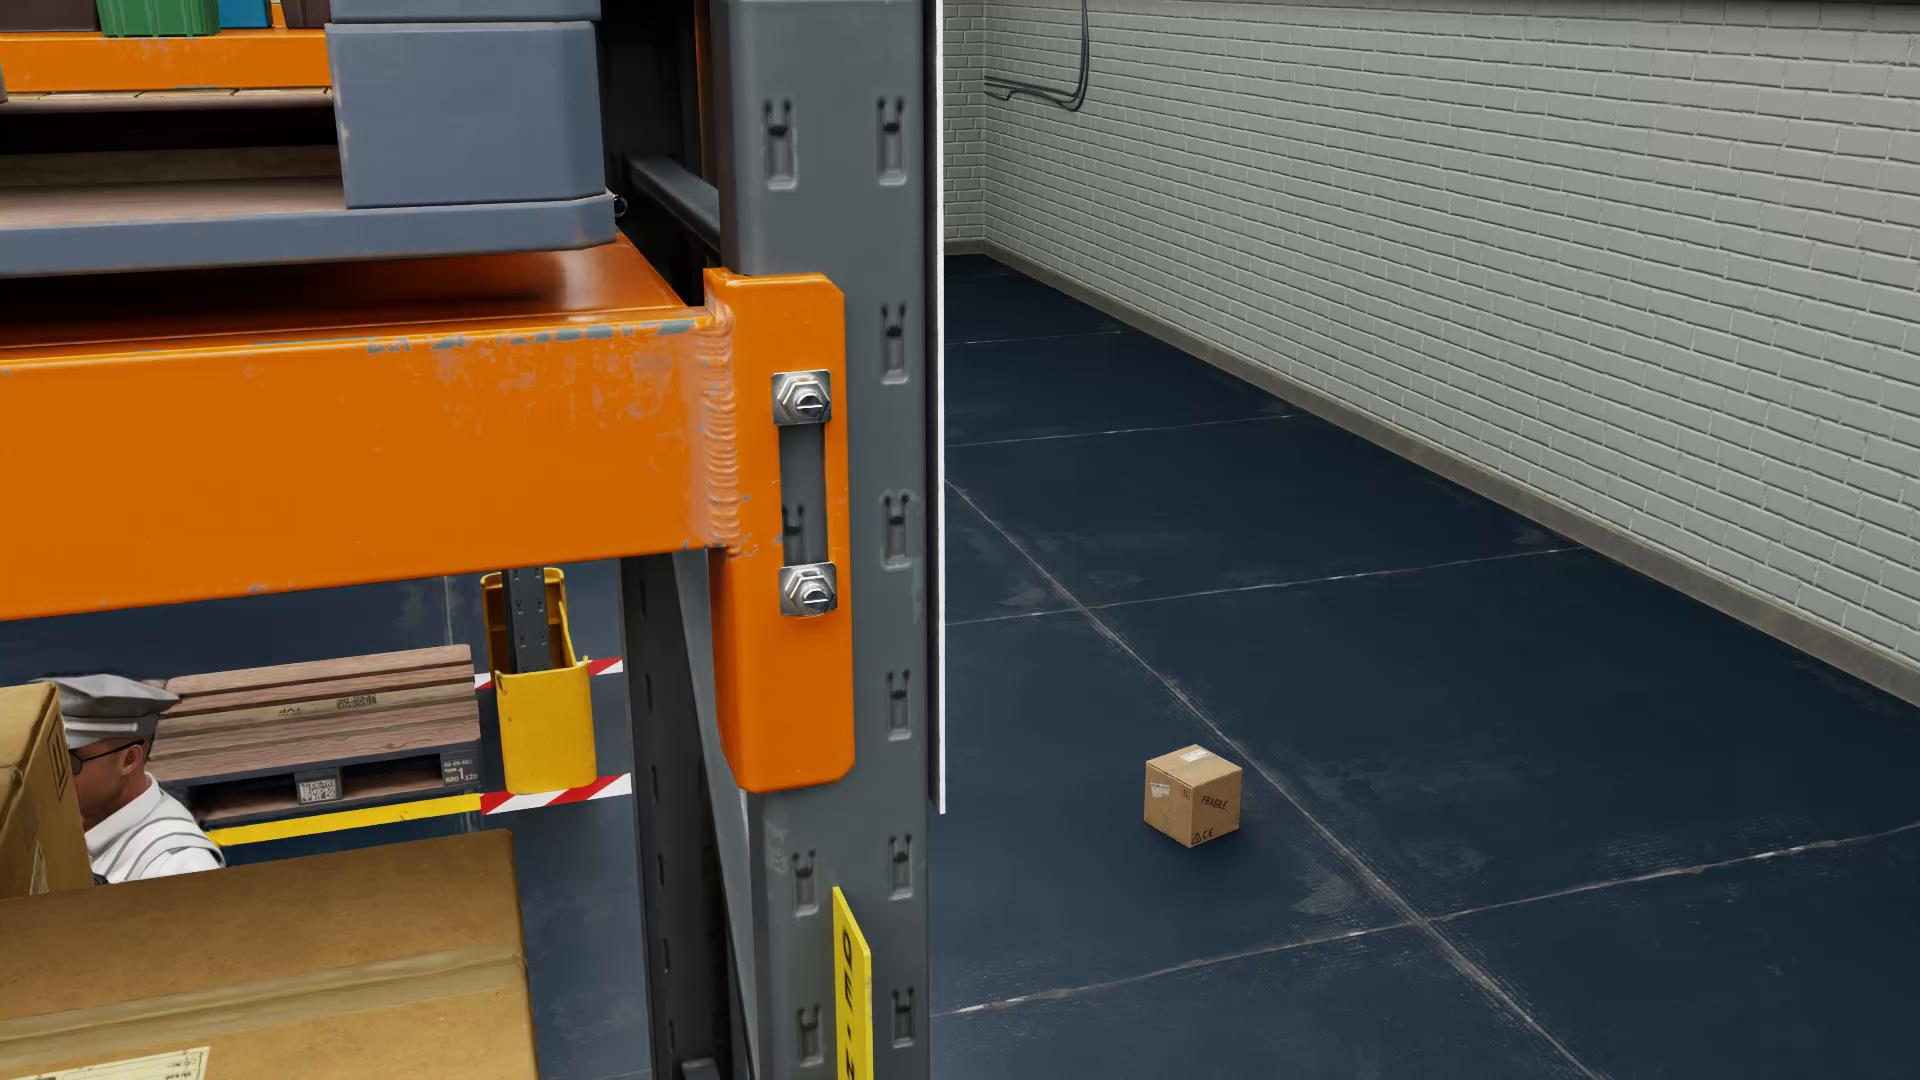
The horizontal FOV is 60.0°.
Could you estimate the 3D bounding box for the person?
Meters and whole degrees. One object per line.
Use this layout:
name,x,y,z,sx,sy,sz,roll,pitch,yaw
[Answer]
person,-1.790,1.095,3.333,0.538,1.728,0.920,17,25,40
